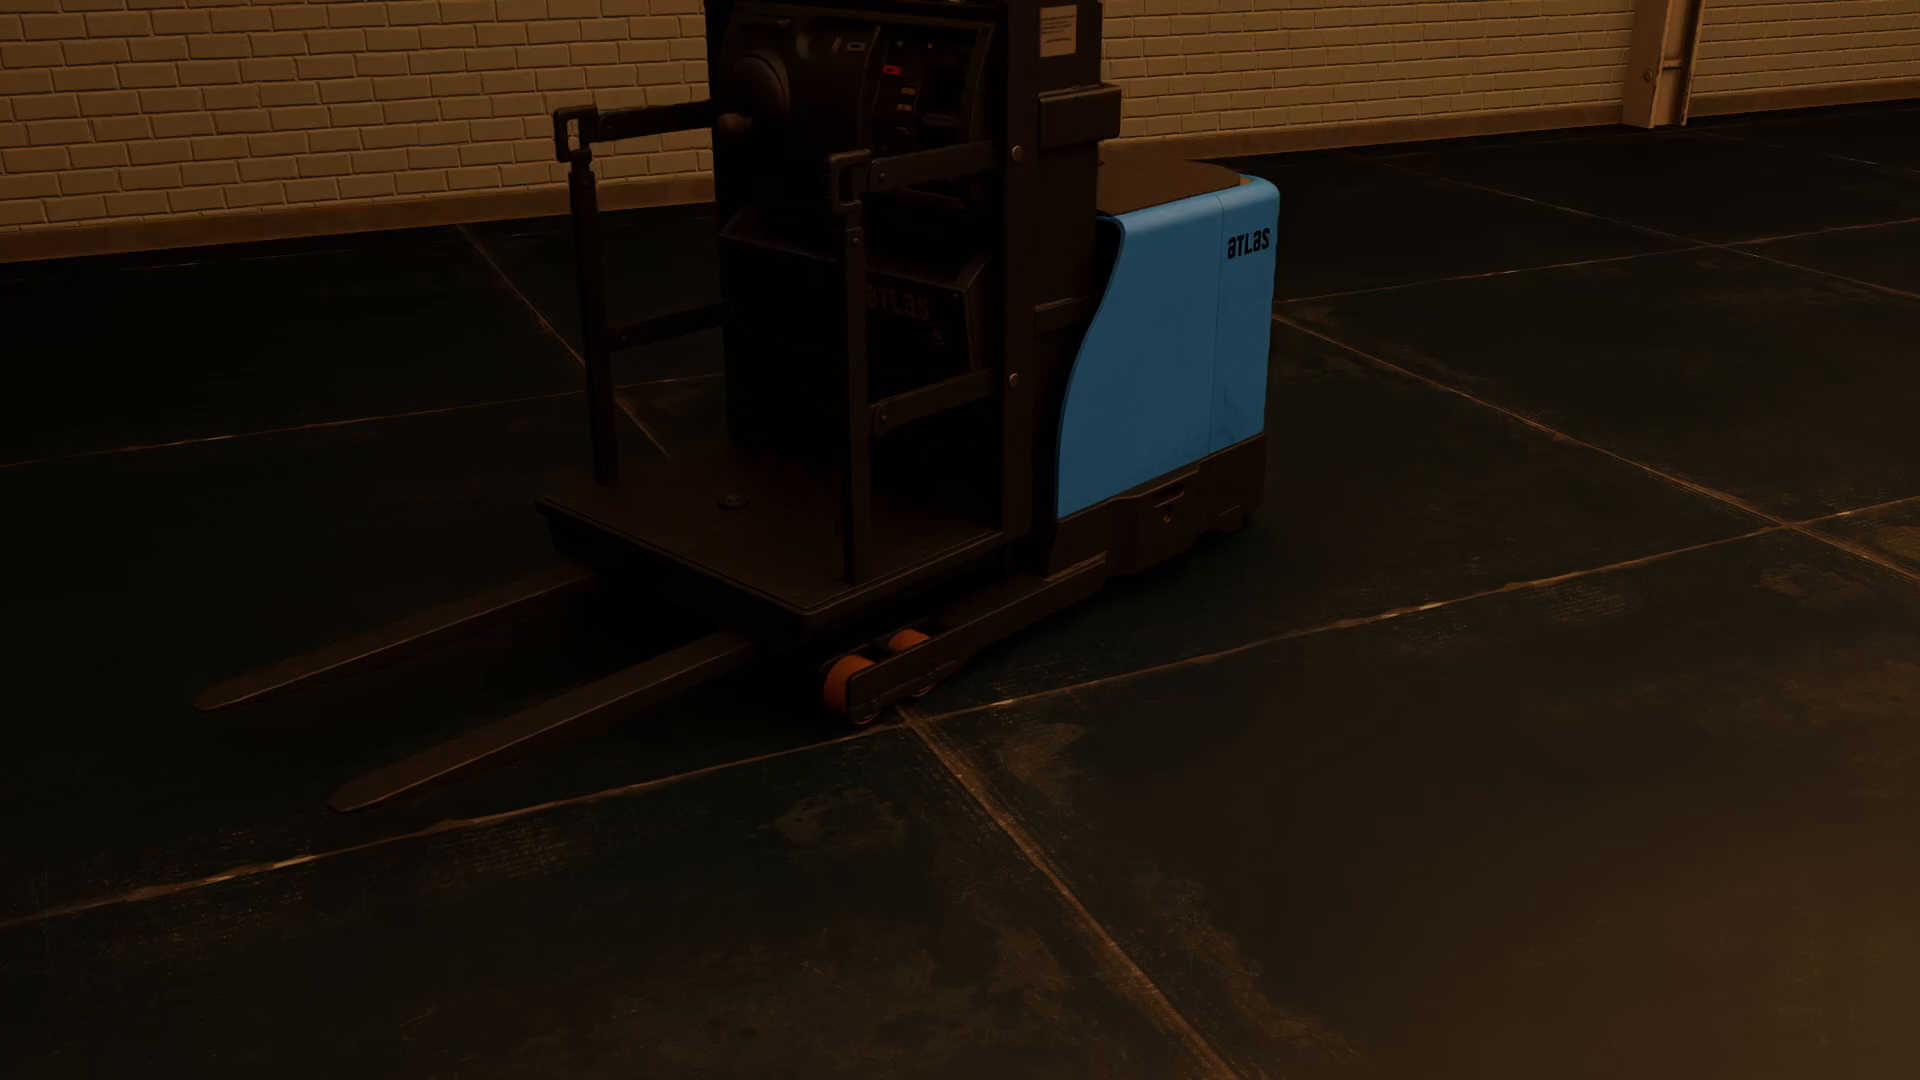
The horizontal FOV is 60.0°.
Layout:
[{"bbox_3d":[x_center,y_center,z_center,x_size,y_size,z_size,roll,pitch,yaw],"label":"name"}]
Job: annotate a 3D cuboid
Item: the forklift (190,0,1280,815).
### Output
[{"bbox_3d":[-0.423,-1.127,3.999,1.130,2.935,3.031,20,30,39],"label":"forklift"}]
